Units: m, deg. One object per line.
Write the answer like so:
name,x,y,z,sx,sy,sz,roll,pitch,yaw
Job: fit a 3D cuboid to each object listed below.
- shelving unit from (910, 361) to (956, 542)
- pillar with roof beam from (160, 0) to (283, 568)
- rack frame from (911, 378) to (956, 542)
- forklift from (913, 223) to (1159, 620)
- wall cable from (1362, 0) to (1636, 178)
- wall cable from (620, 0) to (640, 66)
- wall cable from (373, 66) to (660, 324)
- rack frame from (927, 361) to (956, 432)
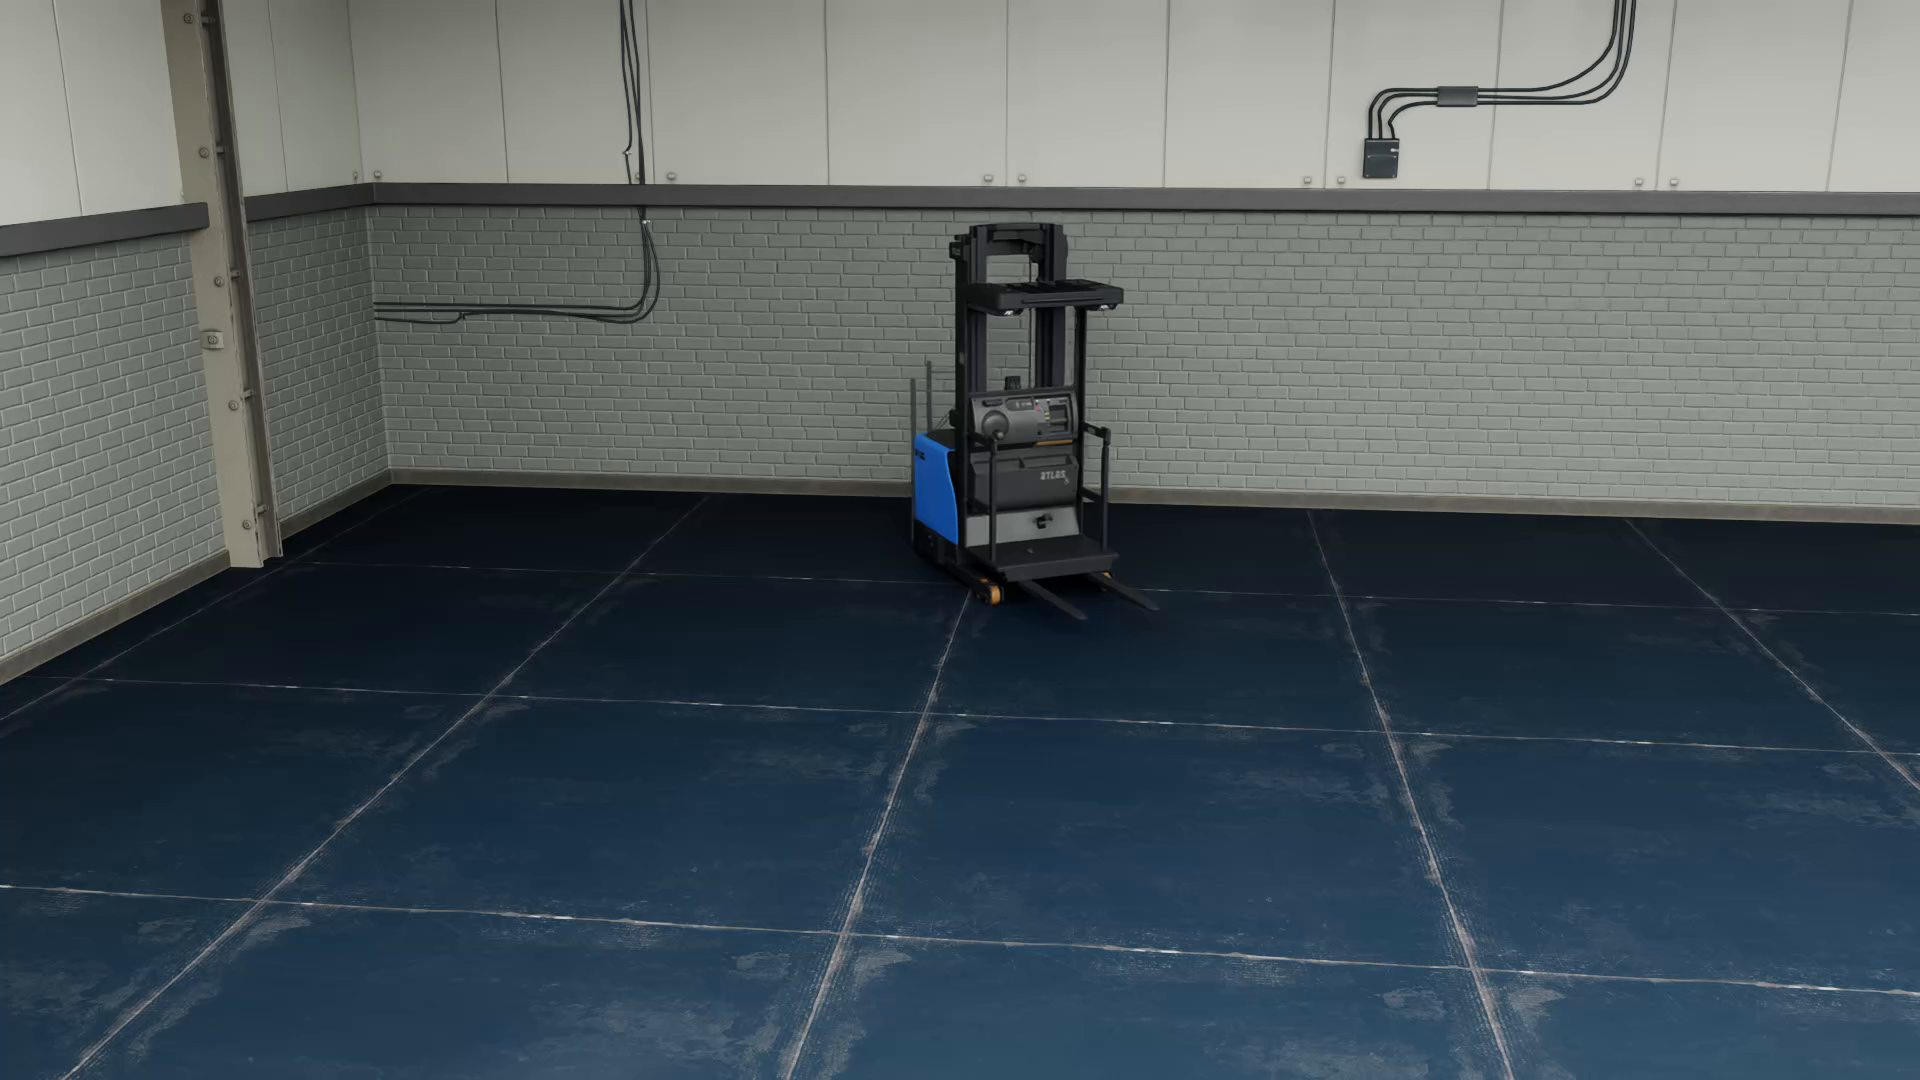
shelving unit,-0.128,-0.837,15.471,0.538,1.500,1.048,2,15,7
pillar with roof beam,-1.896,-4.034,12.930,9.100,9.000,0.400,2,15,6
rack frame,-0.191,-0.705,14.984,0.500,1.500,0.032,2,15,7
forklift,0.614,-1.016,13.392,1.130,2.935,3.031,-6,16,-22
wall cable,4.904,-6.244,14.587,2.305,6.003,0.169,2,15,6
wall cable,-1.839,-5.745,15.532,3.097,2.526,0.112,2,15,6
wall cable,-4.527,-3.387,16.486,3.097,2.526,0.112,2,15,6
rack frame,-0.066,-0.968,15.958,0.500,1.500,0.032,2,15,7
